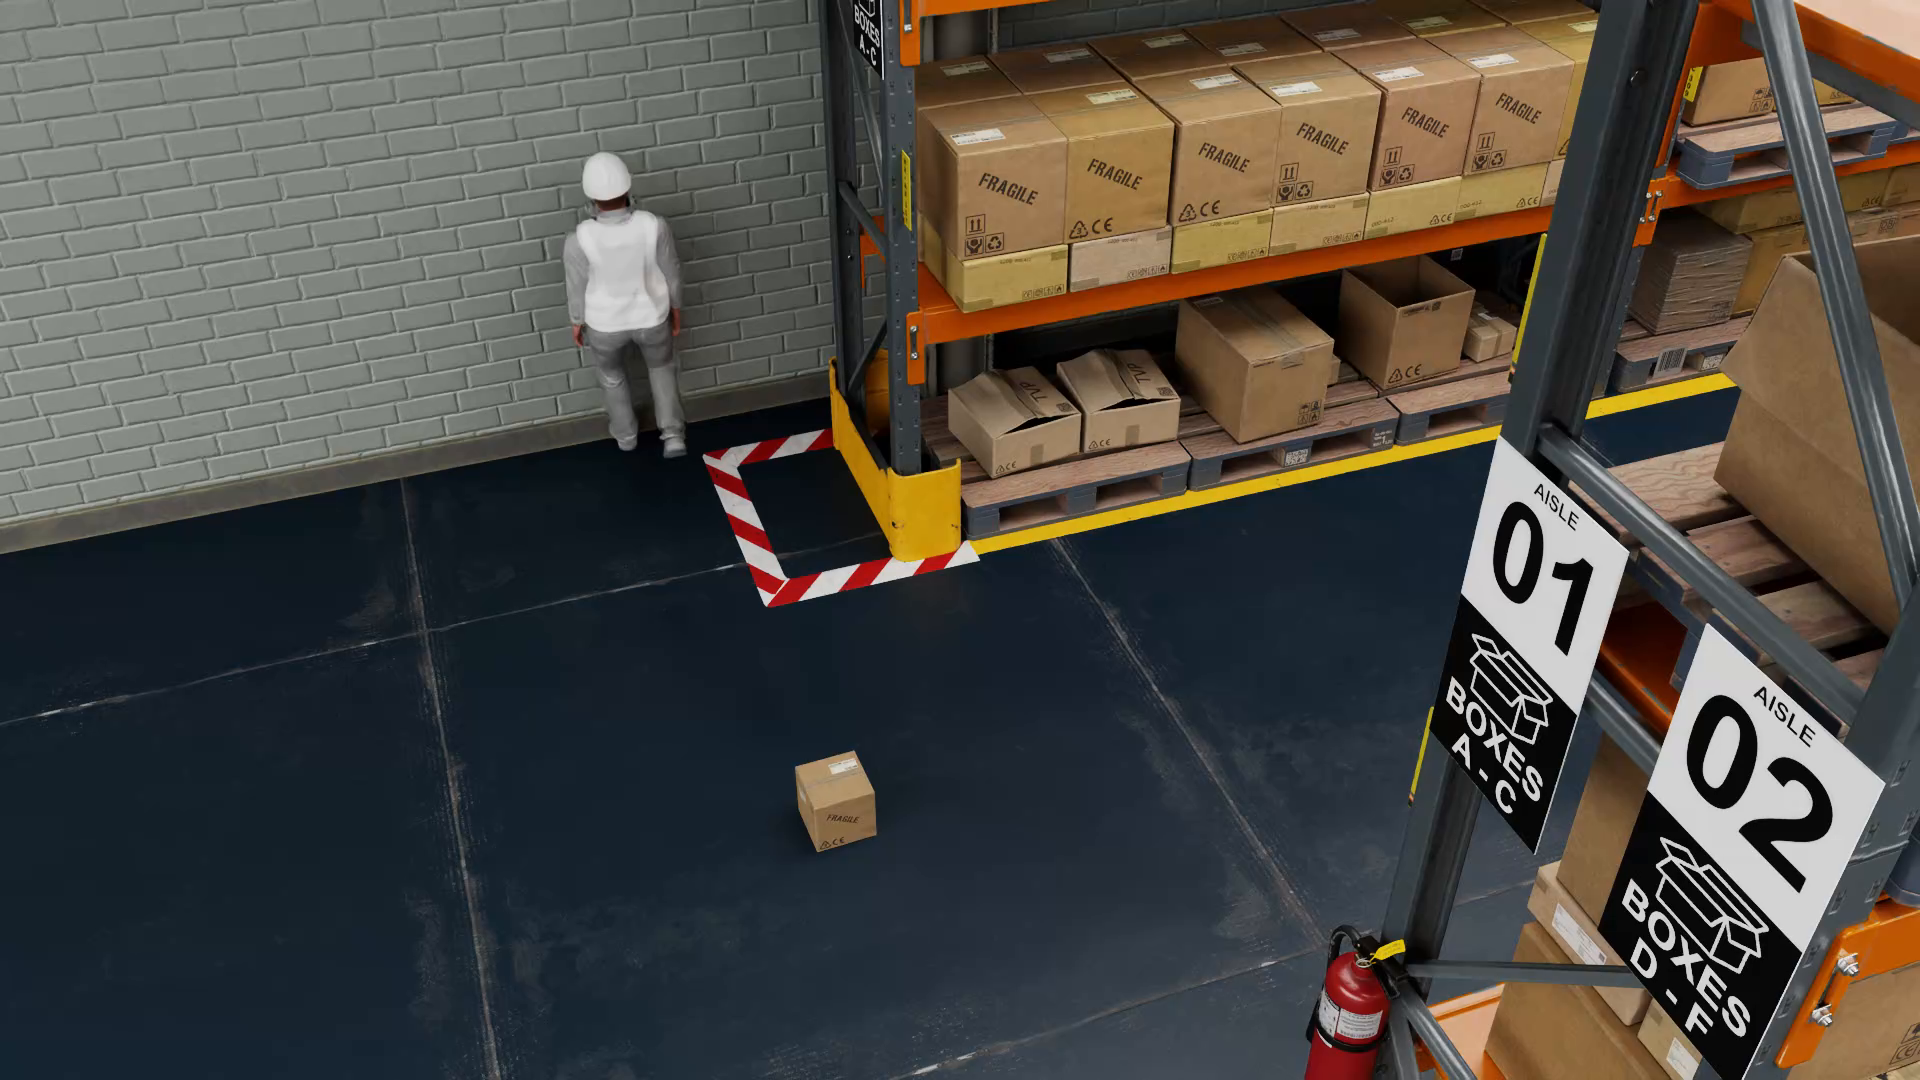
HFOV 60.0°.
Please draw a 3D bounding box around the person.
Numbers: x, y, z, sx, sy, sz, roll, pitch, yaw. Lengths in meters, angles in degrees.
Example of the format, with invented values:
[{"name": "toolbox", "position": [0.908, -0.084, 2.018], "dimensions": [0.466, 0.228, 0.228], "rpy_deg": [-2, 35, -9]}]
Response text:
[{"name": "person", "position": [-1.653, -1.145, 8.226], "dimensions": [0.558, 1.734, 0.691], "rpy_deg": [-13, 39, -16]}]
